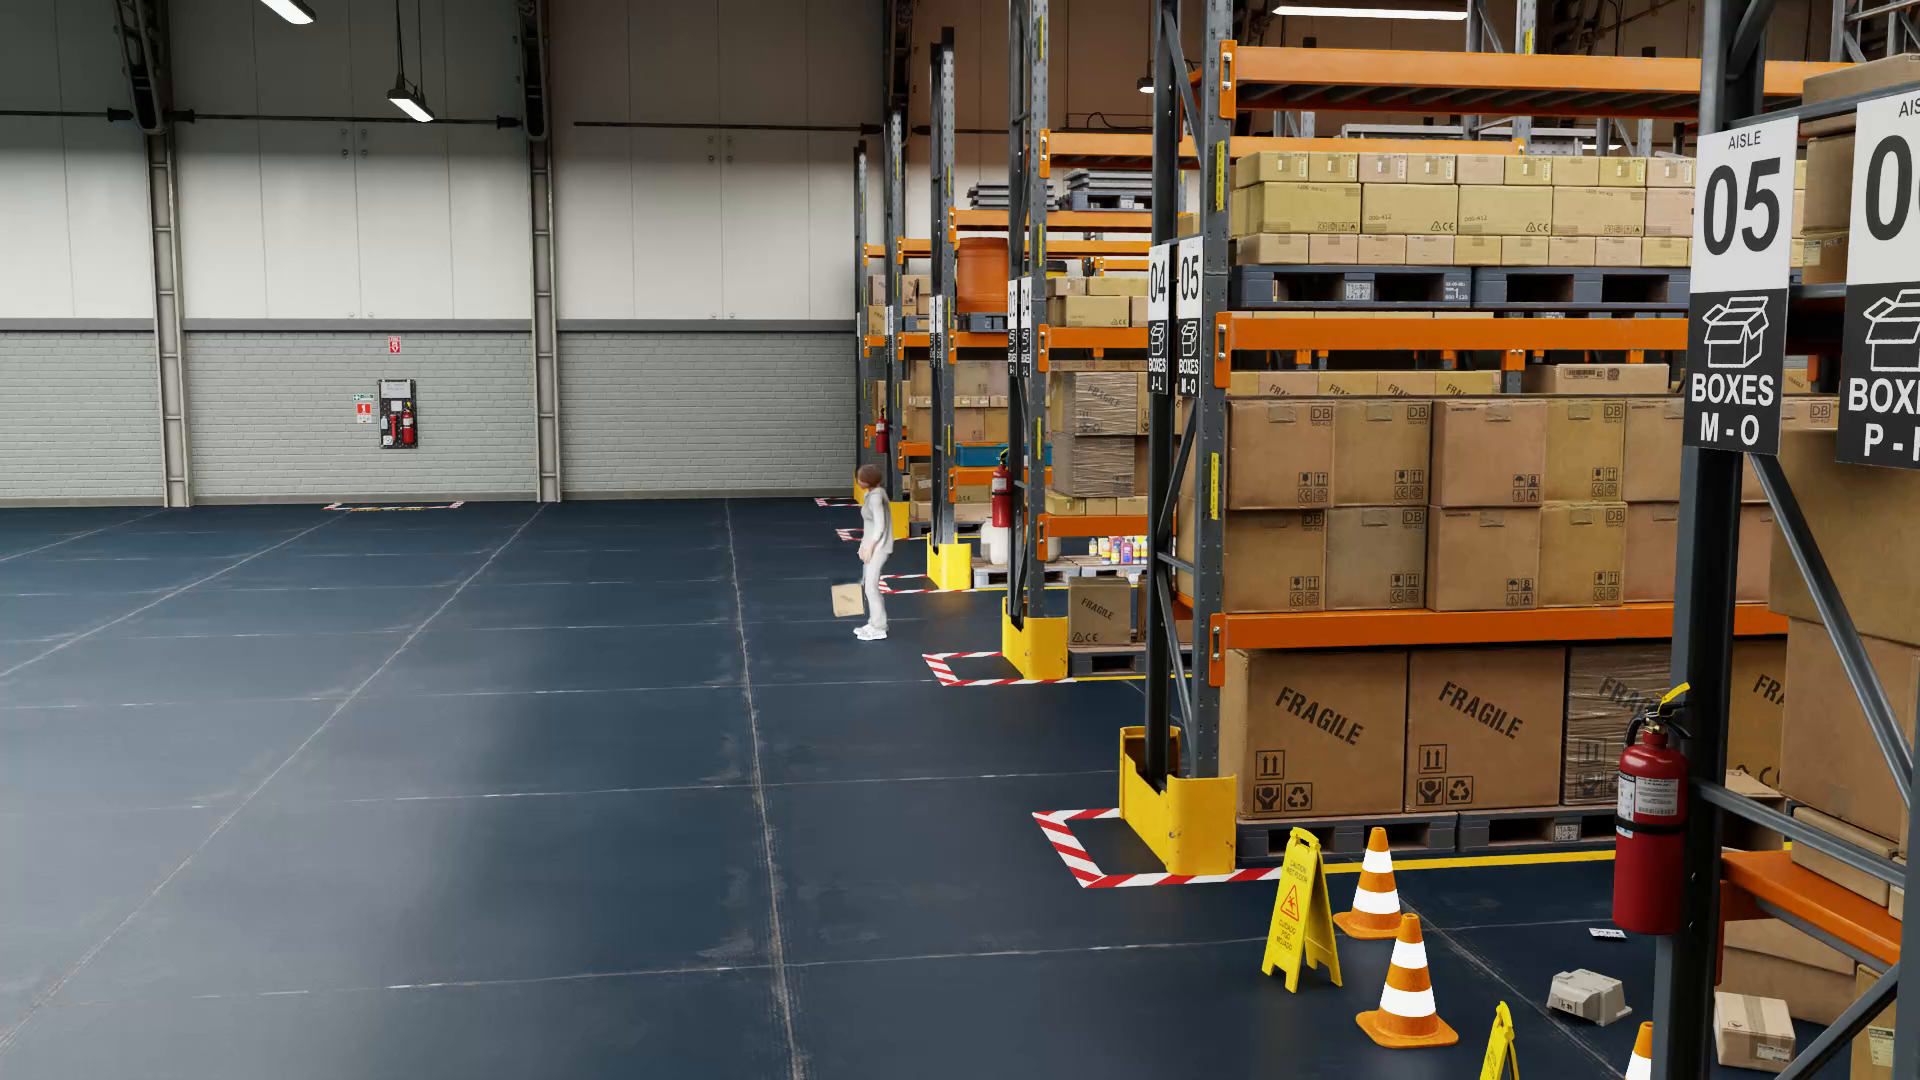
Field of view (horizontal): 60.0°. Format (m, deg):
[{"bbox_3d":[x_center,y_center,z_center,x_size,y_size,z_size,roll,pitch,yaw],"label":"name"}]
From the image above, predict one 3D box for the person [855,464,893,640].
[{"bbox_3d":[-0.788,0.103,15.150,0.343,1.593,0.461,-1,7,-8],"label":"person"}]
